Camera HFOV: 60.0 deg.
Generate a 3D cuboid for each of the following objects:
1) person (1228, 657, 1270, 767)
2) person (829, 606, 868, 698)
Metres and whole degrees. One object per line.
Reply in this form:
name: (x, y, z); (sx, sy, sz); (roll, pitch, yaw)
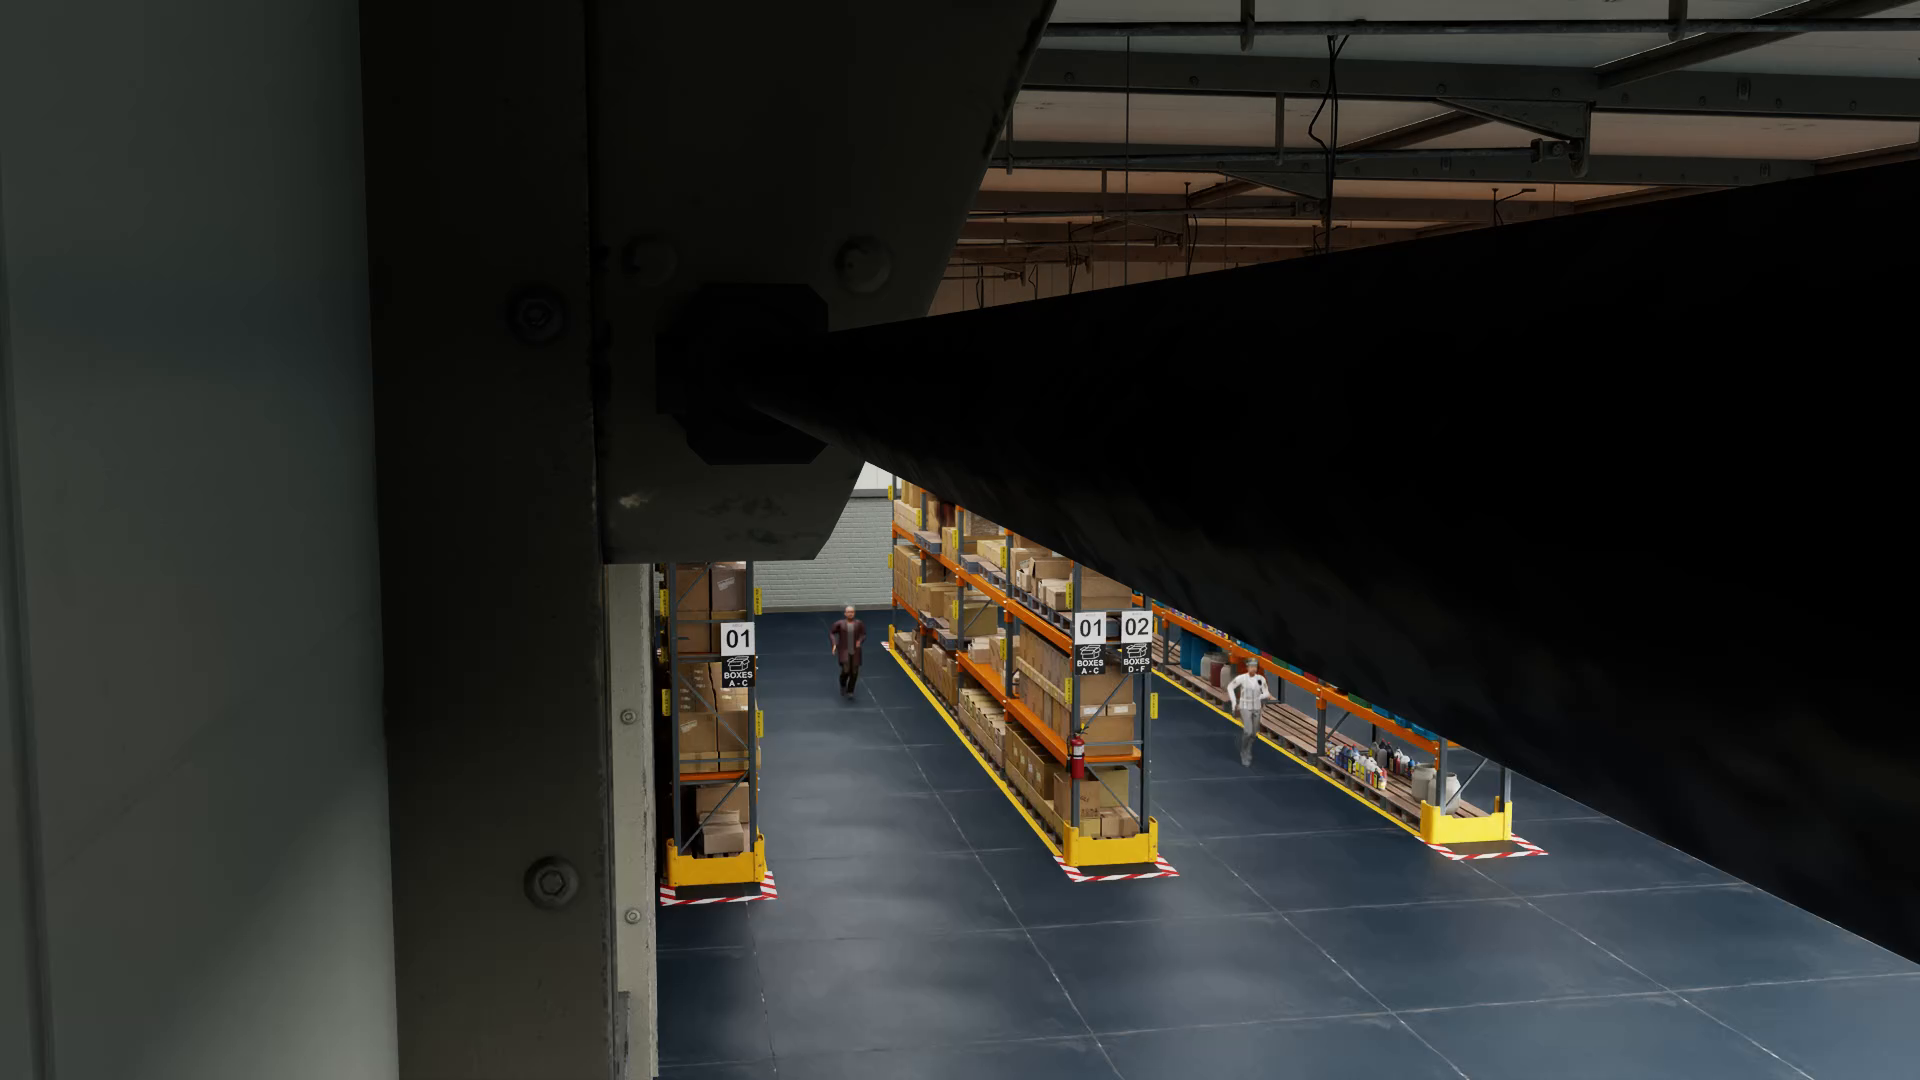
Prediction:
person: (4.542, 2.684, 26.033); (0.582, 1.732, 0.714); (-1, 6, -11)
person: (-2.053, 2.108, 30.994); (0.704, 1.734, 0.653); (-2, 6, -15)
